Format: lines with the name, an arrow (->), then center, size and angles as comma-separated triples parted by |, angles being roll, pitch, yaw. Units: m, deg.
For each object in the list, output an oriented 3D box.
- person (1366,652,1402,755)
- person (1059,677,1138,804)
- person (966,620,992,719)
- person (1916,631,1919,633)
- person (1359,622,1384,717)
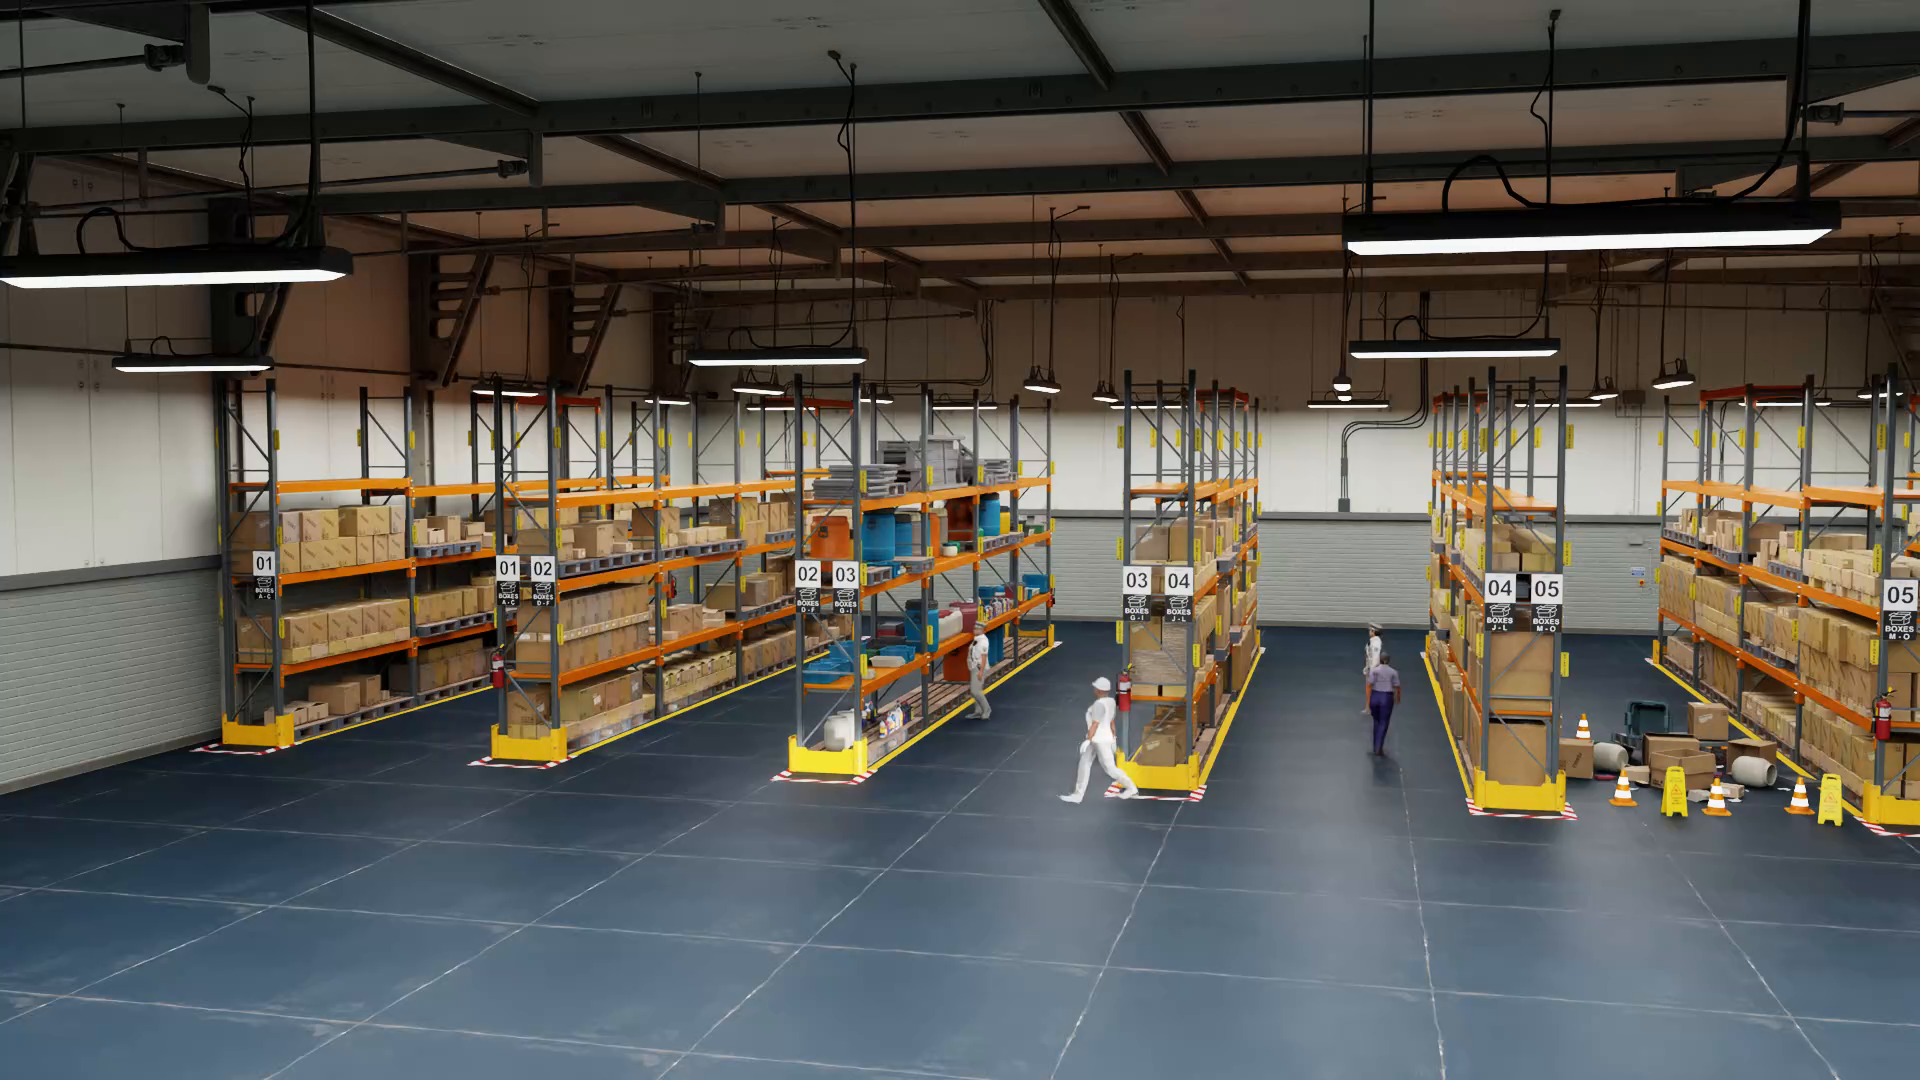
person -> 6.749, 2.612, 26.540 | 0.667, 1.684, 0.545 | -3, 5, -43
person -> 1.925, 2.759, 22.849 | 1.040, 1.754, 0.495 | -1, 4, -19
person -> 0.330, 2.324, 29.824 | 0.408, 1.768, 0.592 | -1, 4, -12
person -> 16.925, 2.426, 29.651 | 0.447, 1.615, 0.734 | -2, 4, -30
person -> 7.500, 2.347, 30.190 | 0.426, 1.693, 0.505 | 0, 3, -8
